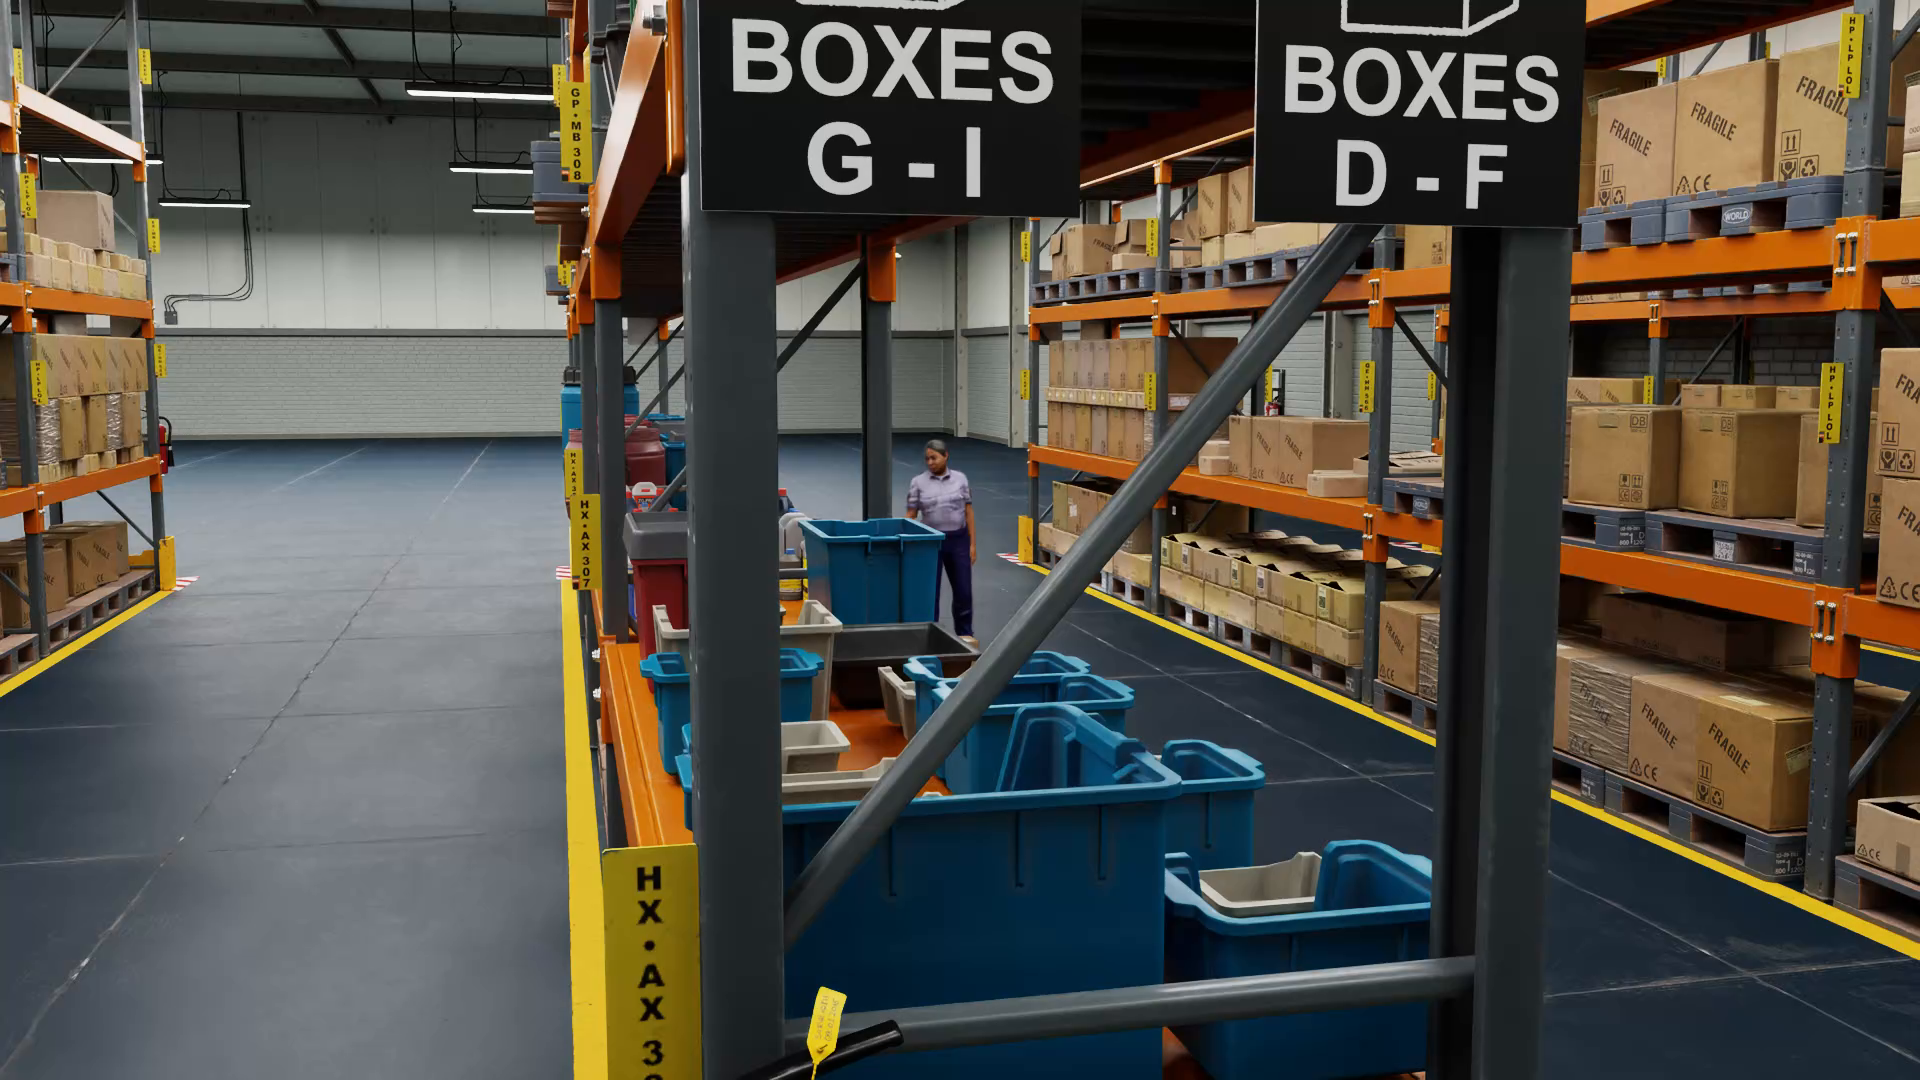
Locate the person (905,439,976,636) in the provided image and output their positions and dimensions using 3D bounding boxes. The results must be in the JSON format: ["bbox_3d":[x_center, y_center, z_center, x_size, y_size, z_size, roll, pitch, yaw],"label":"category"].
[{"bbox_3d":[-0.118,0.084,12.380,0.588,1.663,0.351,-1,6,-13],"label":"person"}]
